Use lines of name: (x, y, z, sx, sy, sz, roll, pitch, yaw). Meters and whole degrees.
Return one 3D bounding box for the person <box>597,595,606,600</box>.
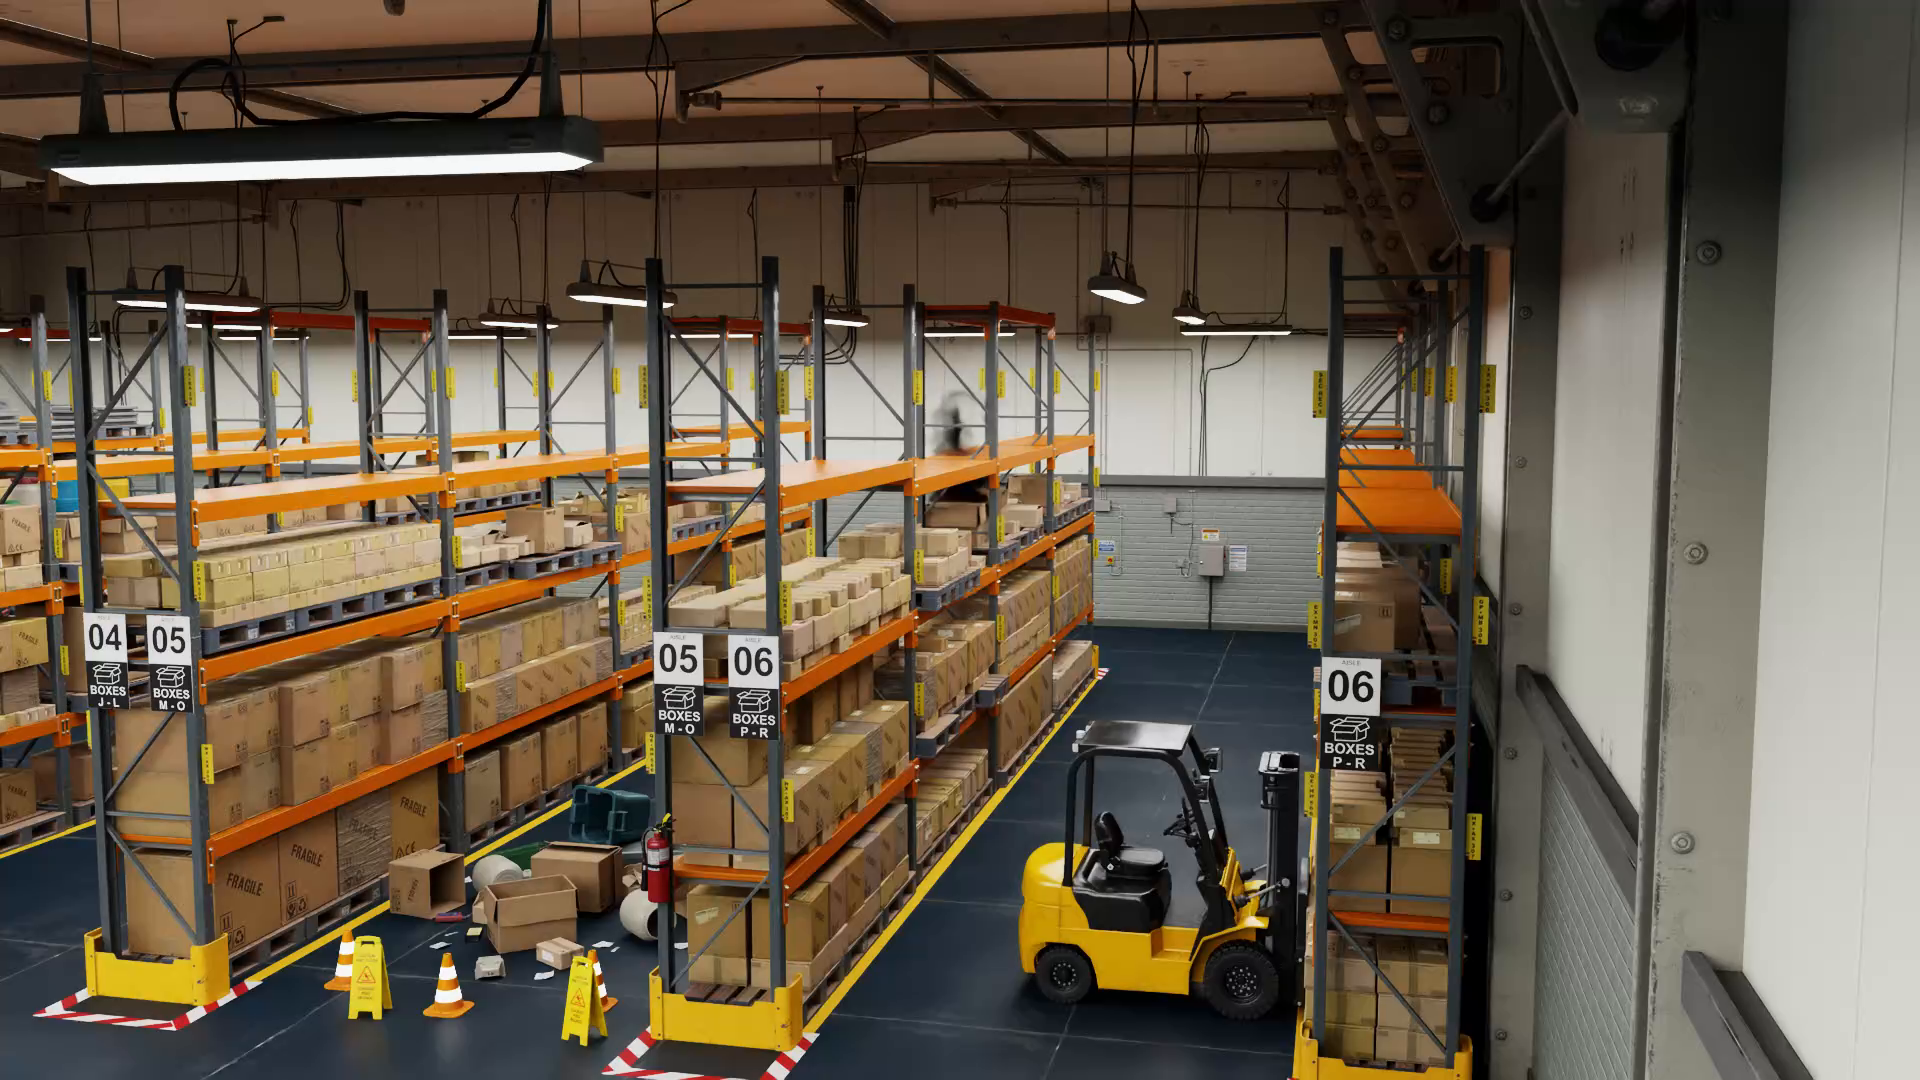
person: (-5.564, 1.745, 26.198, 0.585, 1.615, 0.882, 2, 6, 17)
